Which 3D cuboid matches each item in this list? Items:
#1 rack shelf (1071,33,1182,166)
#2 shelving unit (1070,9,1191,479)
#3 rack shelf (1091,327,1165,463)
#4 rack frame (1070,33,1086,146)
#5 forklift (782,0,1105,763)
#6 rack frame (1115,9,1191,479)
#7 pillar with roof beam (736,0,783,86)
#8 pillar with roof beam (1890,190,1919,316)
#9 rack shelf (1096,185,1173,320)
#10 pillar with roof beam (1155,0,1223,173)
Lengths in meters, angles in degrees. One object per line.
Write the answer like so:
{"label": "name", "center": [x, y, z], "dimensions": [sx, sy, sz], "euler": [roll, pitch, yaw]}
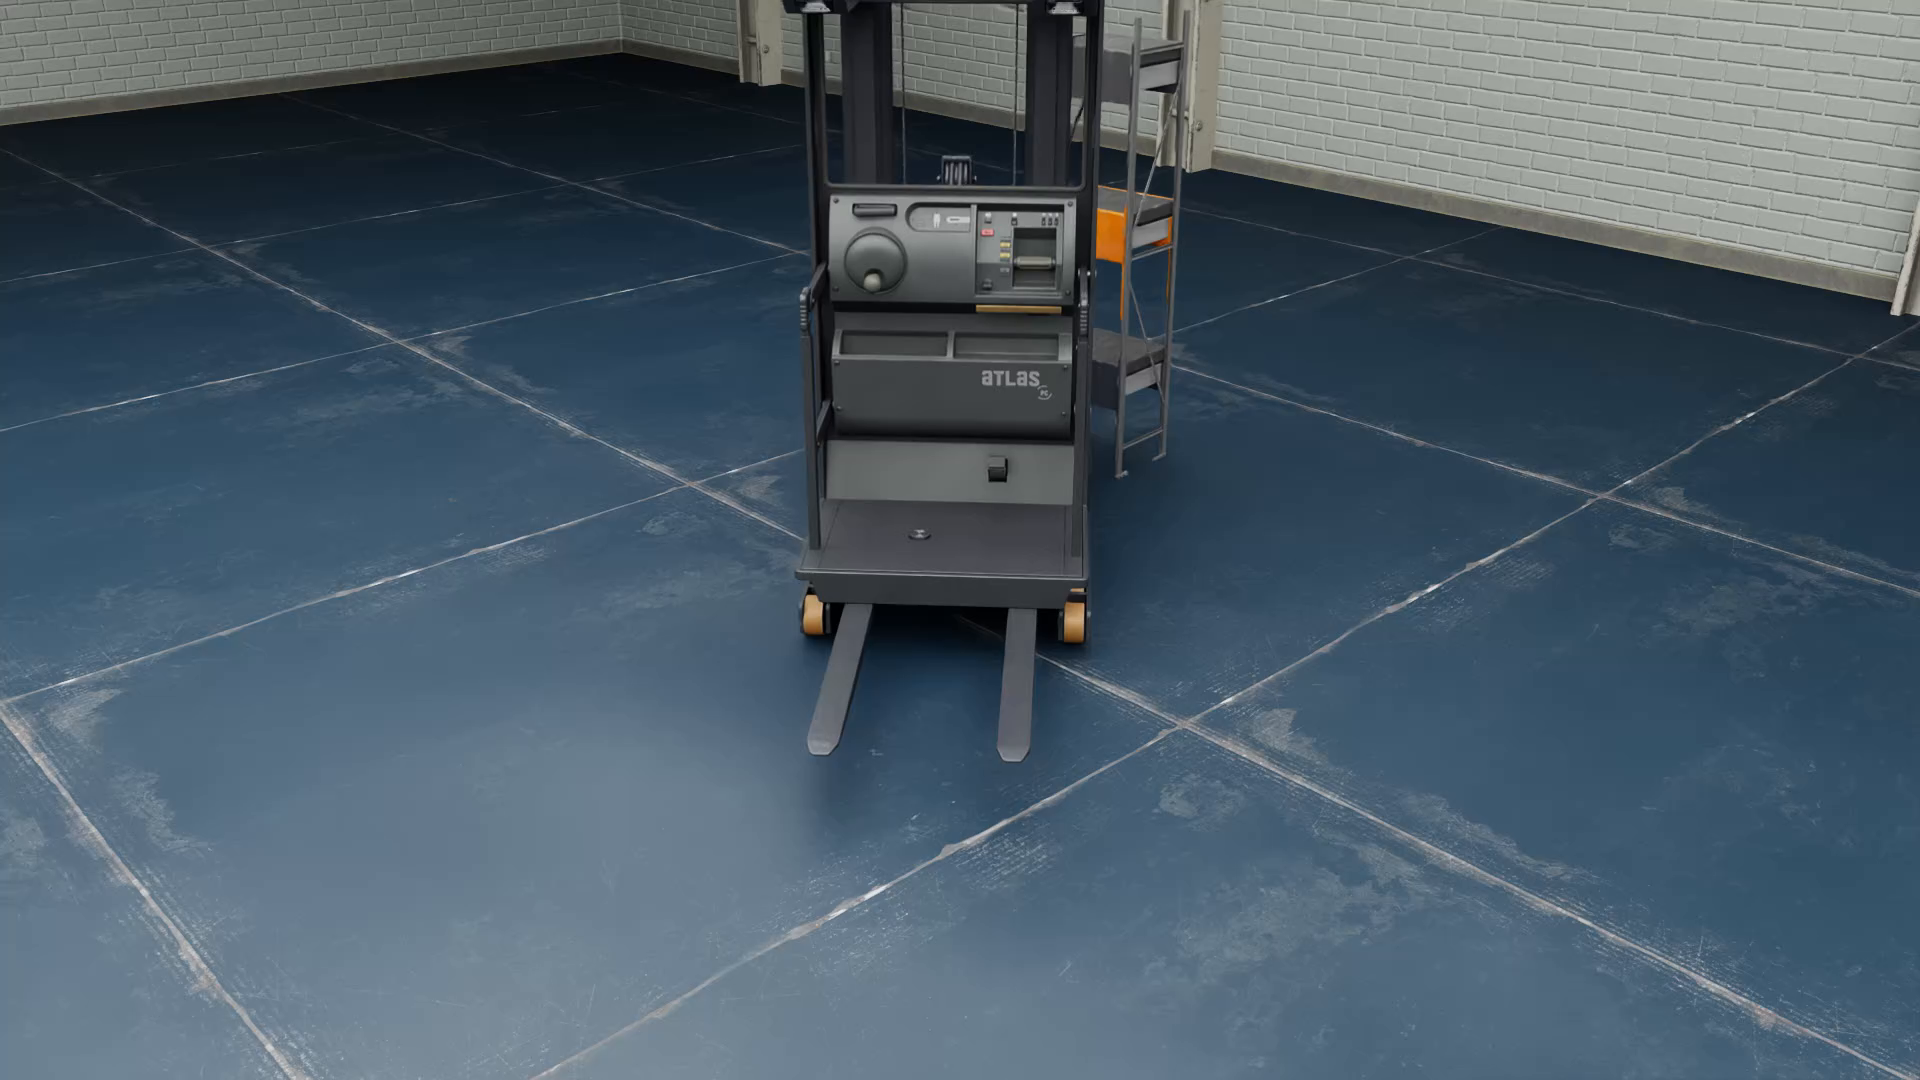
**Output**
{"label": "rack shelf", "center": [0.691, -2.002, 7.452], "dimensions": [0.480, 0.518, 0.431], "euler": [20, 31, 37]}
{"label": "shelving unit", "center": [0.689, -1.377, 7.736], "dimensions": [0.503, 2.100, 0.431], "euler": [20, 31, 37]}
{"label": "rack shelf", "center": [0.688, -0.727, 8.031], "dimensions": [0.480, 0.518, 0.431], "euler": [20, 31, 37]}
{"label": "rack frame", "center": [0.506, -1.443, 7.882], "dimensions": [0.015, 2.100, 0.400], "euler": [20, 31, 37]}
{"label": "forklift", "center": [-0.041, -1.075, 6.074], "dimensions": [1.130, 2.935, 3.031], "euler": [2, 25, 3]}
{"label": "rack frame", "center": [0.873, -1.310, 7.590], "dimensions": [0.015, 2.100, 0.400], "euler": [20, 31, 37]}
{"label": "pillar with roof beam", "center": [-5.321, -7.897, 13.719], "dimensions": [9.100, 9.000, 0.400], "euler": [-21, 32, -38]}
{"label": "pillar with roof beam", "center": [2.881, -4.262, 5.750], "dimensions": [9.100, 9.000, 0.400], "euler": [-21, 32, -38]}
{"label": "rack shelf", "center": [0.689, -1.364, 7.742], "dimensions": [0.480, 0.518, 0.431], "euler": [20, 31, 37]}
{"label": "pillar with roof beam", "center": [-1.220, -6.080, 9.734], "dimensions": [9.100, 9.000, 0.400], "euler": [-21, 32, -38]}
